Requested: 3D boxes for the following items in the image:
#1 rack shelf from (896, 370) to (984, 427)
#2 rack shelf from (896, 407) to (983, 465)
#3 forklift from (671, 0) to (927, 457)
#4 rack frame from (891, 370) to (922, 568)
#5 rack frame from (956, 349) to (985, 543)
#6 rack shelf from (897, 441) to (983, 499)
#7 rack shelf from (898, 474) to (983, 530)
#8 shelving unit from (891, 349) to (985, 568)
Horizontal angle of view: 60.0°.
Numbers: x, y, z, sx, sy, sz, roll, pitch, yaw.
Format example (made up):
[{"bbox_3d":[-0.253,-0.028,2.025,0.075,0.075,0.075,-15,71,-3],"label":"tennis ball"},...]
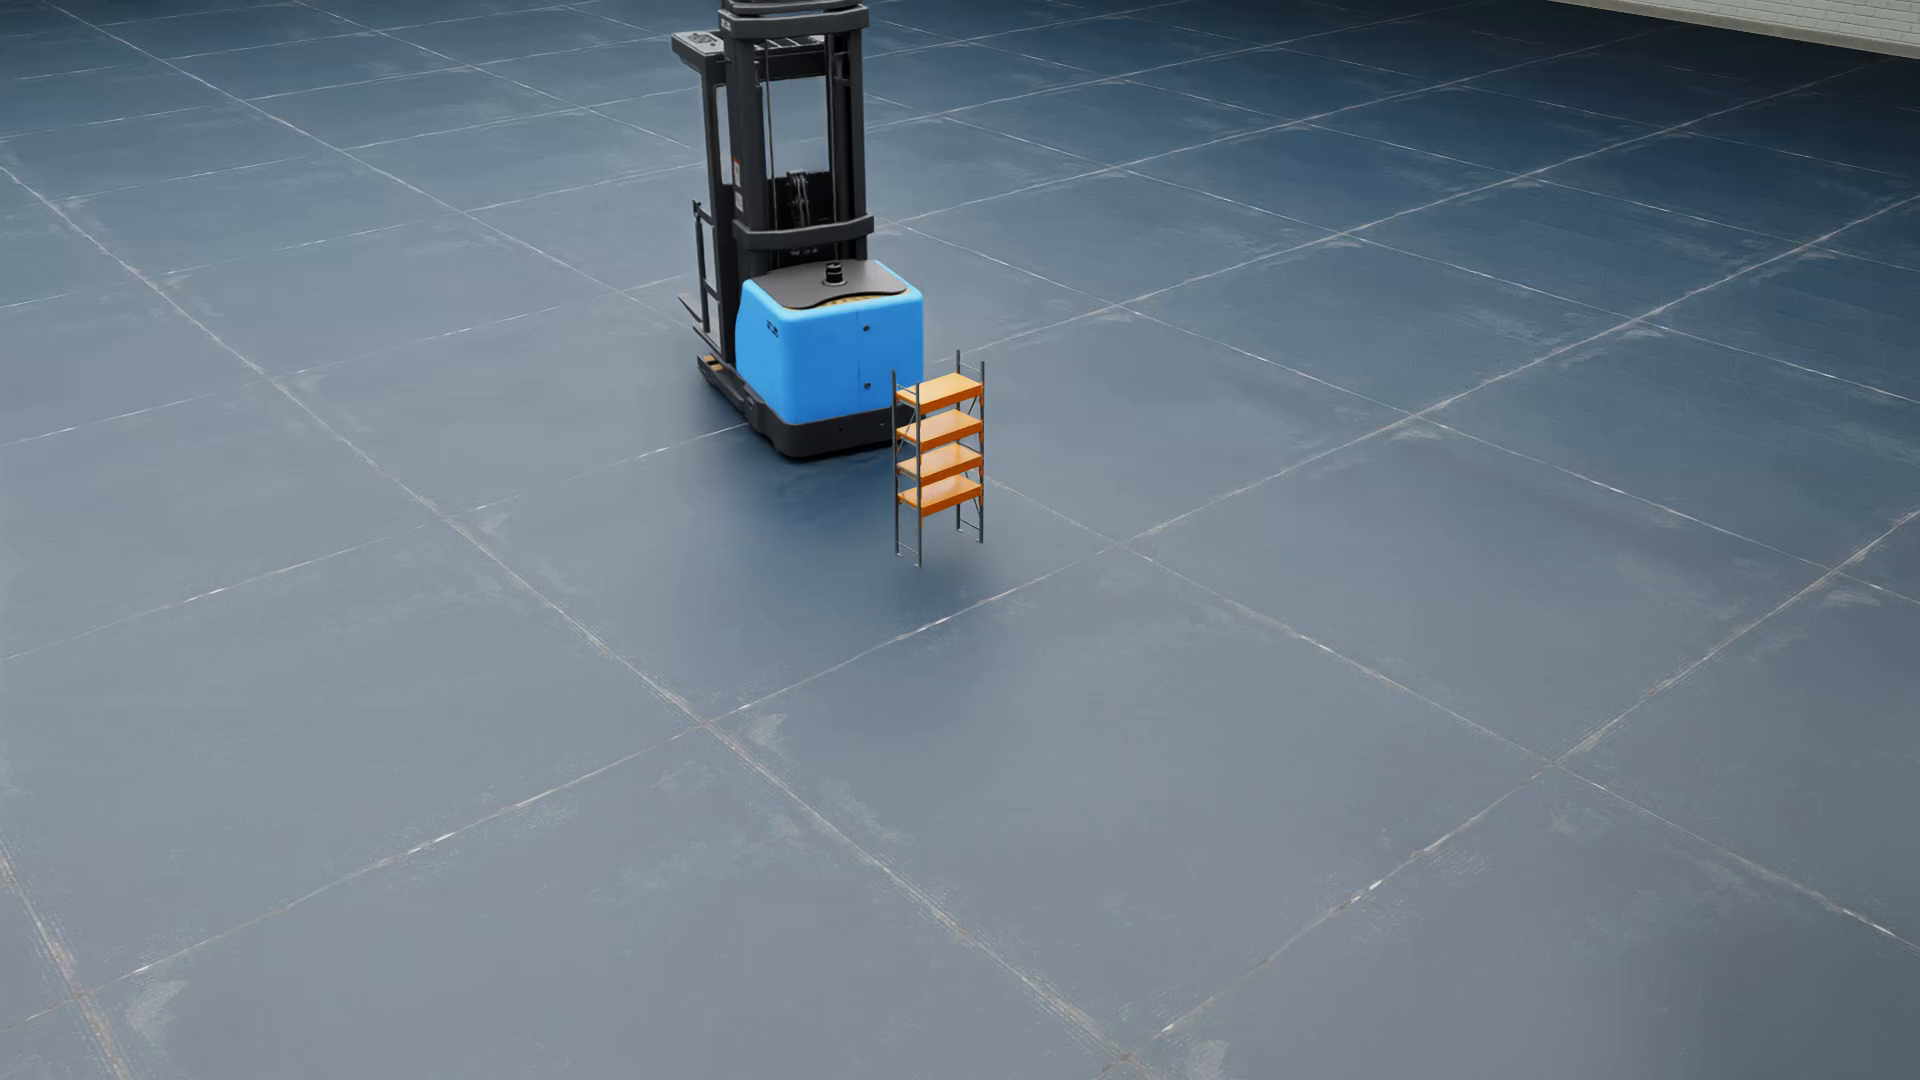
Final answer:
[{"bbox_3d":[-0.126,-0.825,9.687,0.480,0.148,0.258,-22,35,-35],"label":"rack shelf"},{"bbox_3d":[-0.126,-0.616,9.799,0.480,0.148,0.258,-22,35,-35],"label":"rack shelf"},{"bbox_3d":[-1.326,-2.516,11.848,1.130,2.935,3.031,-13,31,-23],"label":"forklift"},{"bbox_3d":[-0.312,-0.404,9.733,0.015,1.200,0.240,-22,35,-35],"label":"rack frame"},{"bbox_3d":[0.060,-0.553,10.012,0.015,1.200,0.240,-22,35,-35],"label":"rack frame"},{"bbox_3d":[-0.126,-0.419,9.904,0.480,0.148,0.258,-22,35,-35],"label":"rack shelf"},{"bbox_3d":[-0.126,-0.244,9.998,0.480,0.148,0.258,-22,35,-35],"label":"rack shelf"},{"bbox_3d":[-0.126,-0.479,9.872,0.503,1.200,0.258,-22,35,-35],"label":"shelving unit"}]
